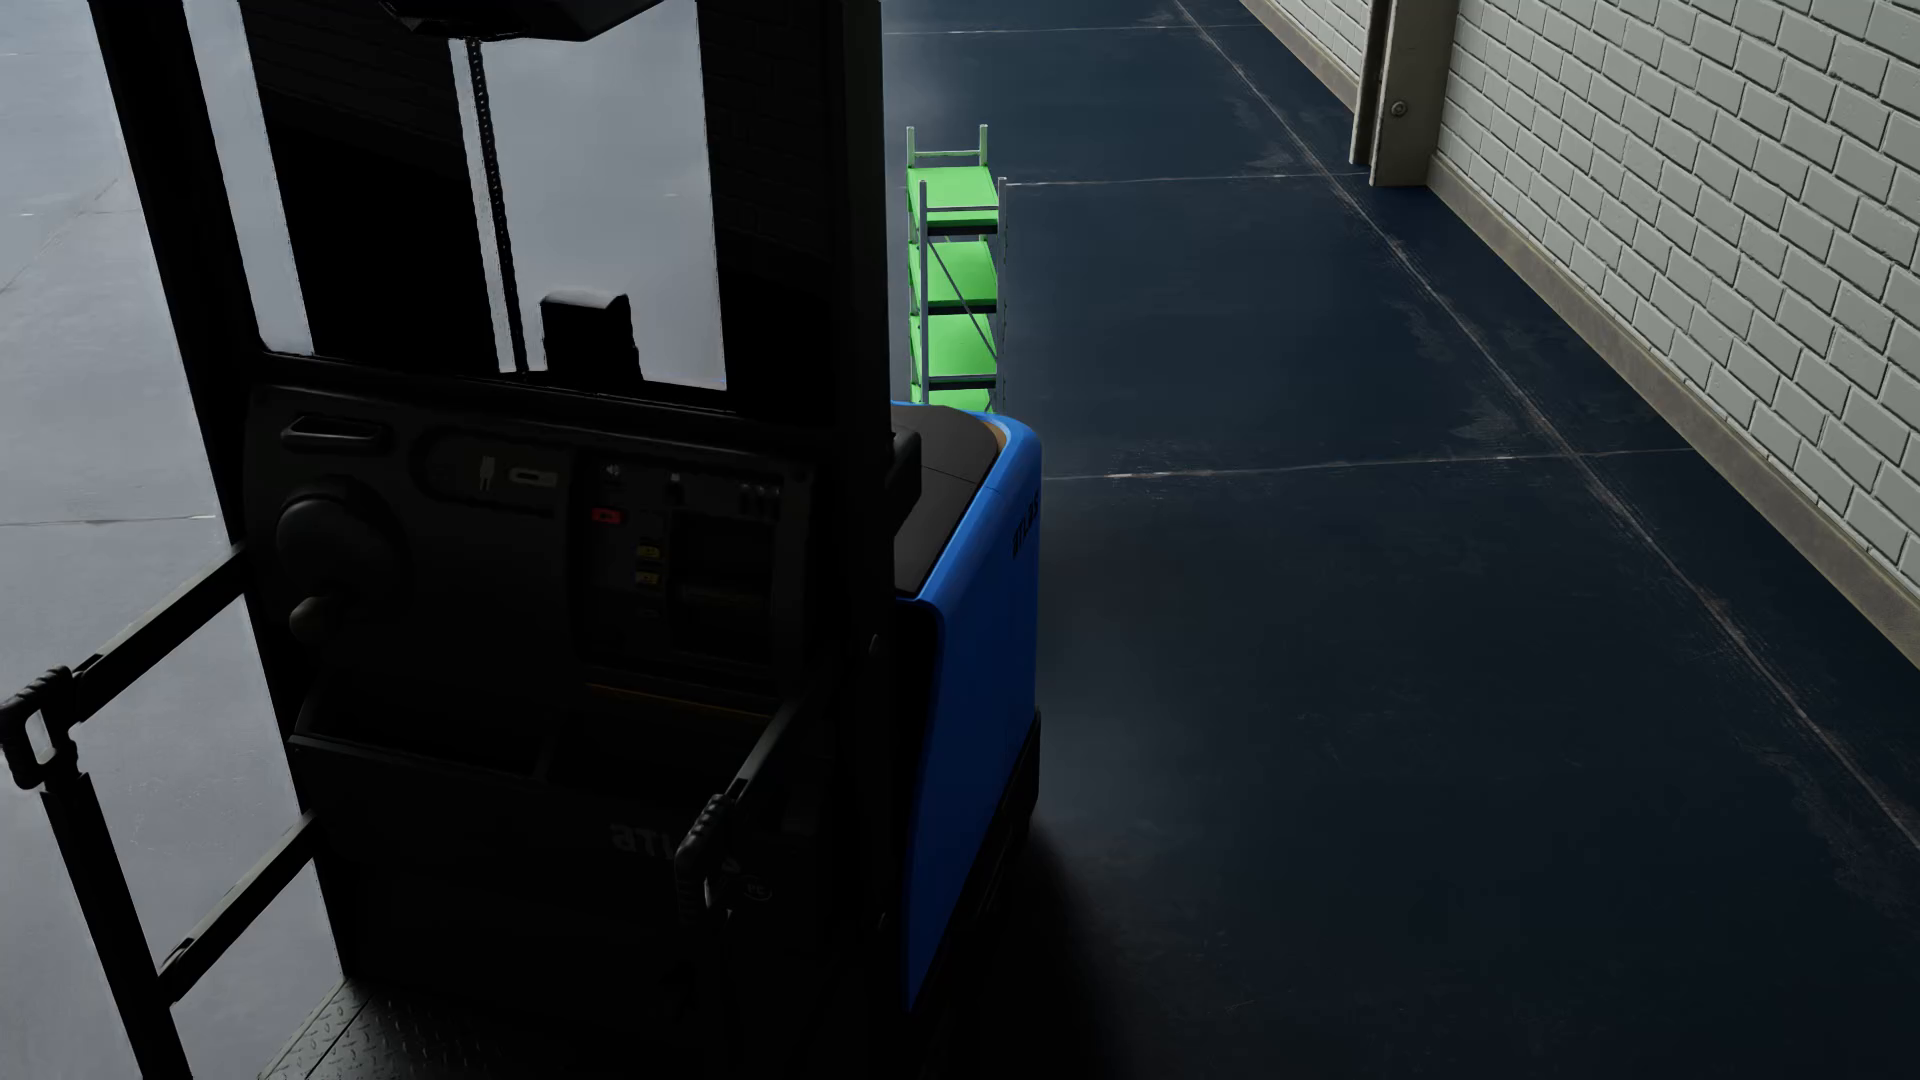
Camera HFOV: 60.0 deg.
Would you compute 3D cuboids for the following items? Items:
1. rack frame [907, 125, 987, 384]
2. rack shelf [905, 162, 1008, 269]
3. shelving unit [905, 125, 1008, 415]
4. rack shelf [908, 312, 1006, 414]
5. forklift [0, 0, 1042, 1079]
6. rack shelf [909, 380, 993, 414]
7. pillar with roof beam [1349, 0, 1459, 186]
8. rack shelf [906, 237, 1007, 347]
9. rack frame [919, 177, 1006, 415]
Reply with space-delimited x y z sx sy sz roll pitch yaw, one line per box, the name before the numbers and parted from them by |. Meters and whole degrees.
rack frame | -0.038 -0.724 5.292 0.240 1.200 0.015 -3 31 -5
rack shelf | -0.016 -0.957 4.870 0.258 0.148 0.480 -3 31 -5
shelving unit | -0.016 -0.600 5.084 0.258 1.200 0.503 -3 31 -5
rack shelf | -0.016 -0.545 5.117 0.258 0.148 0.480 -3 31 -5
forklift | -0.713 0.053 2.302 1.130 2.935 3.031 9 32 14
rack shelf | -0.015 -0.339 5.240 0.258 0.148 0.480 -3 31 -5
pillar with roof beam | -2.130 -5.499 5.681 9.100 9.000 0.400 -3 31 -5
rack shelf | -0.016 -0.751 4.994 0.258 0.148 0.480 -3 31 -5
rack frame | 0.007 -0.475 4.875 0.240 1.200 0.015 -3 31 -5
